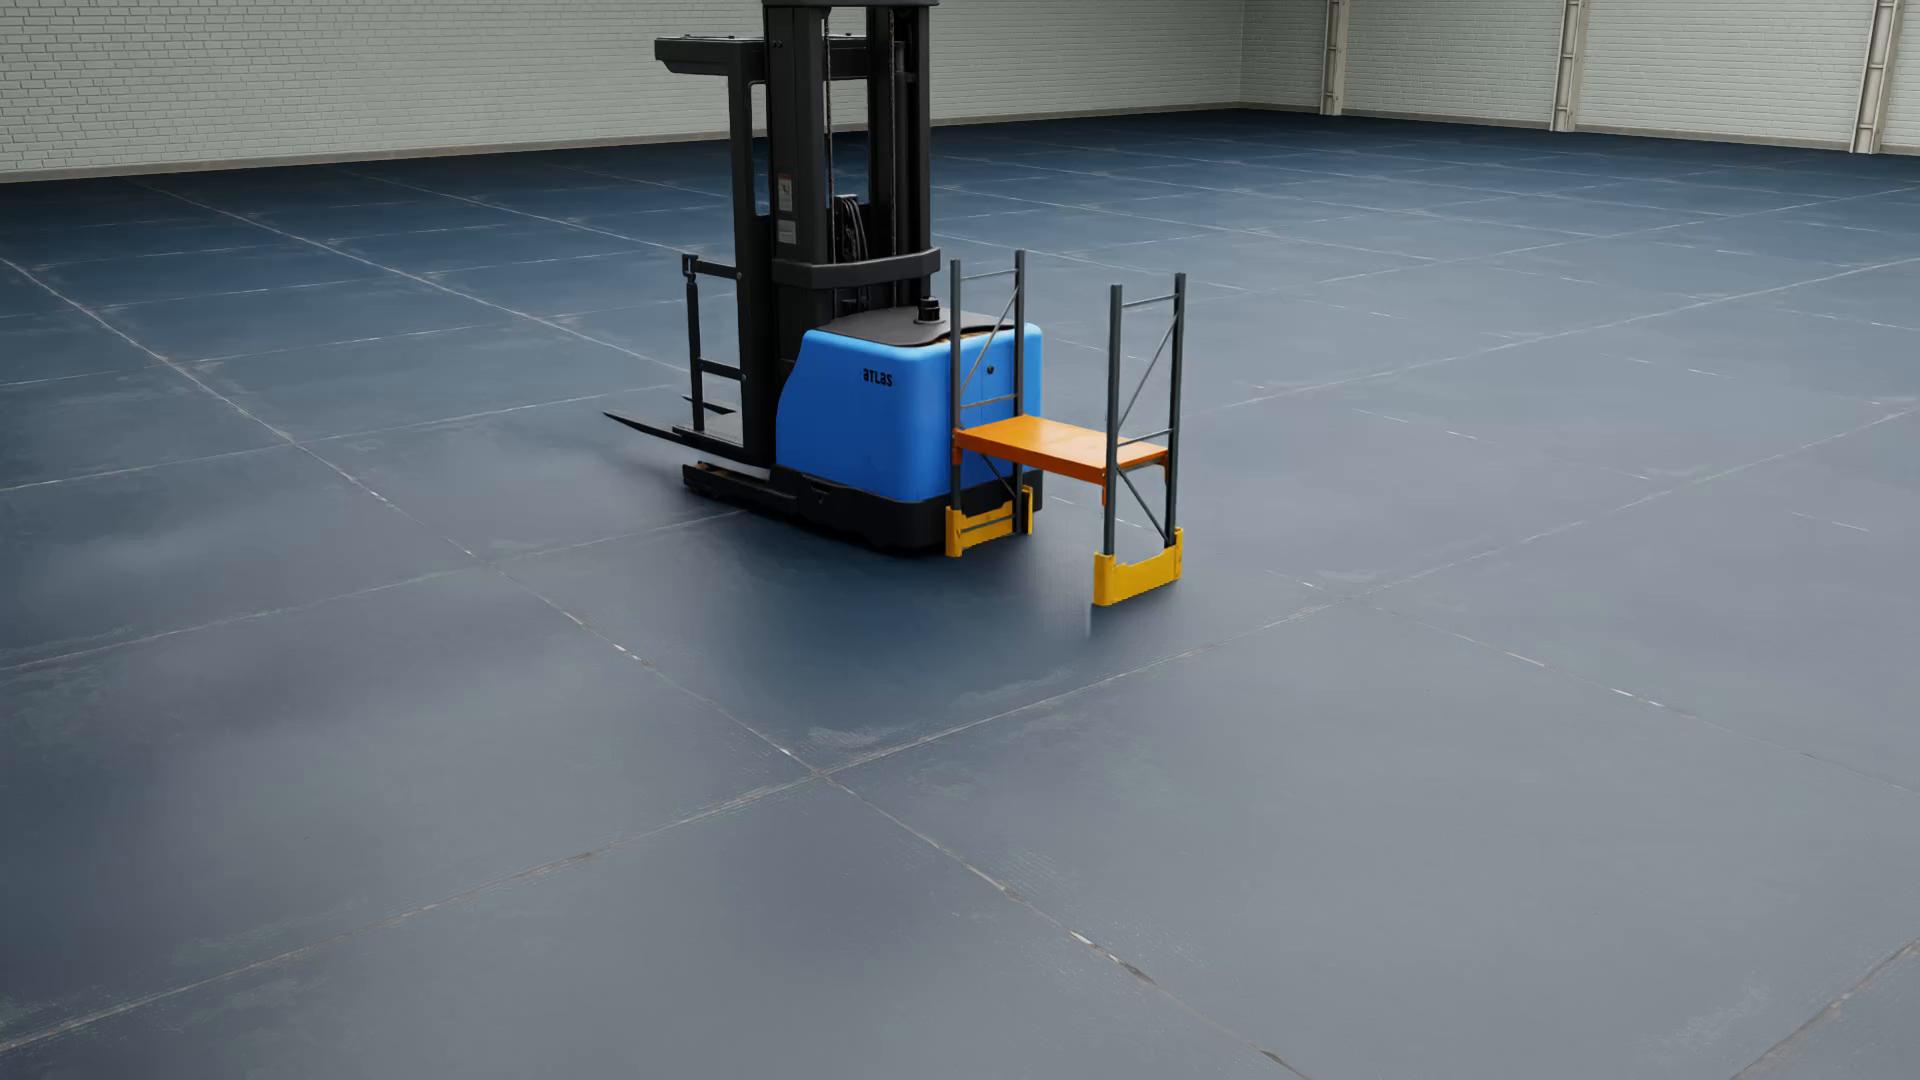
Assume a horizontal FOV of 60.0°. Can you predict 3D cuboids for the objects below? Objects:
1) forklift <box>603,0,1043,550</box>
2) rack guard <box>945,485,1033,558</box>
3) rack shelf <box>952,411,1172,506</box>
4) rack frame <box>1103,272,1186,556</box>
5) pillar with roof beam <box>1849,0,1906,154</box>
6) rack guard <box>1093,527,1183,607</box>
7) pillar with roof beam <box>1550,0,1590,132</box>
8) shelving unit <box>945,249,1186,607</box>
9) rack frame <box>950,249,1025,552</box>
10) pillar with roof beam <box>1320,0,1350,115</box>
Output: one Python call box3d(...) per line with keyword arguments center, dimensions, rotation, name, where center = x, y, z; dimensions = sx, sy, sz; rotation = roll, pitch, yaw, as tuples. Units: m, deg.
box3d(center=(-0.946, -1.722, 9.261), dimensions=(1.130, 2.935, 3.031), rotation=(-17, 25, -42), name="forklift")
box3d(center=(0.154, -0.100, 8.627), dimensions=(0.587, 0.250, 0.087), rotation=(-17, 25, -42), name="rack guard")
box3d(center=(0.498, -0.413, 8.157), dimensions=(0.538, 0.185, 1.000), rotation=(-17, 25, -42), name="rack shelf")
box3d(center=(0.856, -0.470, 7.758), dimensions=(0.500, 1.500, 0.032), rotation=(-17, 25, -42), name="rack frame")
box3d(center=(12.628, -10.286, 25.472), dimensions=(9.100, 9.000, 0.400), rotation=(-14, 23, -36), name="pillar with roof beam")
box3d(center=(0.855, 0.123, 7.955), dimensions=(0.587, 0.250, 0.087), rotation=(-17, 25, -42), name="rack guard")
box3d(center=(8.902, -11.765, 29.937), dimensions=(9.100, 9.000, 0.400), rotation=(-14, 23, -36), name="pillar with roof beam")
box3d(center=(0.505, -0.582, 8.095), dimensions=(0.587, 1.500, 1.083), rotation=(-17, 25, -42), name="shelving unit")
box3d(center=(0.141, -0.697, 8.443), dimensions=(0.500, 1.500, 0.032), rotation=(-17, 25, -42), name="rack frame")
box3d(center=(5.177, -13.243, 34.402), dimensions=(9.100, 9.000, 0.400), rotation=(-14, 23, -36), name="pillar with roof beam")
